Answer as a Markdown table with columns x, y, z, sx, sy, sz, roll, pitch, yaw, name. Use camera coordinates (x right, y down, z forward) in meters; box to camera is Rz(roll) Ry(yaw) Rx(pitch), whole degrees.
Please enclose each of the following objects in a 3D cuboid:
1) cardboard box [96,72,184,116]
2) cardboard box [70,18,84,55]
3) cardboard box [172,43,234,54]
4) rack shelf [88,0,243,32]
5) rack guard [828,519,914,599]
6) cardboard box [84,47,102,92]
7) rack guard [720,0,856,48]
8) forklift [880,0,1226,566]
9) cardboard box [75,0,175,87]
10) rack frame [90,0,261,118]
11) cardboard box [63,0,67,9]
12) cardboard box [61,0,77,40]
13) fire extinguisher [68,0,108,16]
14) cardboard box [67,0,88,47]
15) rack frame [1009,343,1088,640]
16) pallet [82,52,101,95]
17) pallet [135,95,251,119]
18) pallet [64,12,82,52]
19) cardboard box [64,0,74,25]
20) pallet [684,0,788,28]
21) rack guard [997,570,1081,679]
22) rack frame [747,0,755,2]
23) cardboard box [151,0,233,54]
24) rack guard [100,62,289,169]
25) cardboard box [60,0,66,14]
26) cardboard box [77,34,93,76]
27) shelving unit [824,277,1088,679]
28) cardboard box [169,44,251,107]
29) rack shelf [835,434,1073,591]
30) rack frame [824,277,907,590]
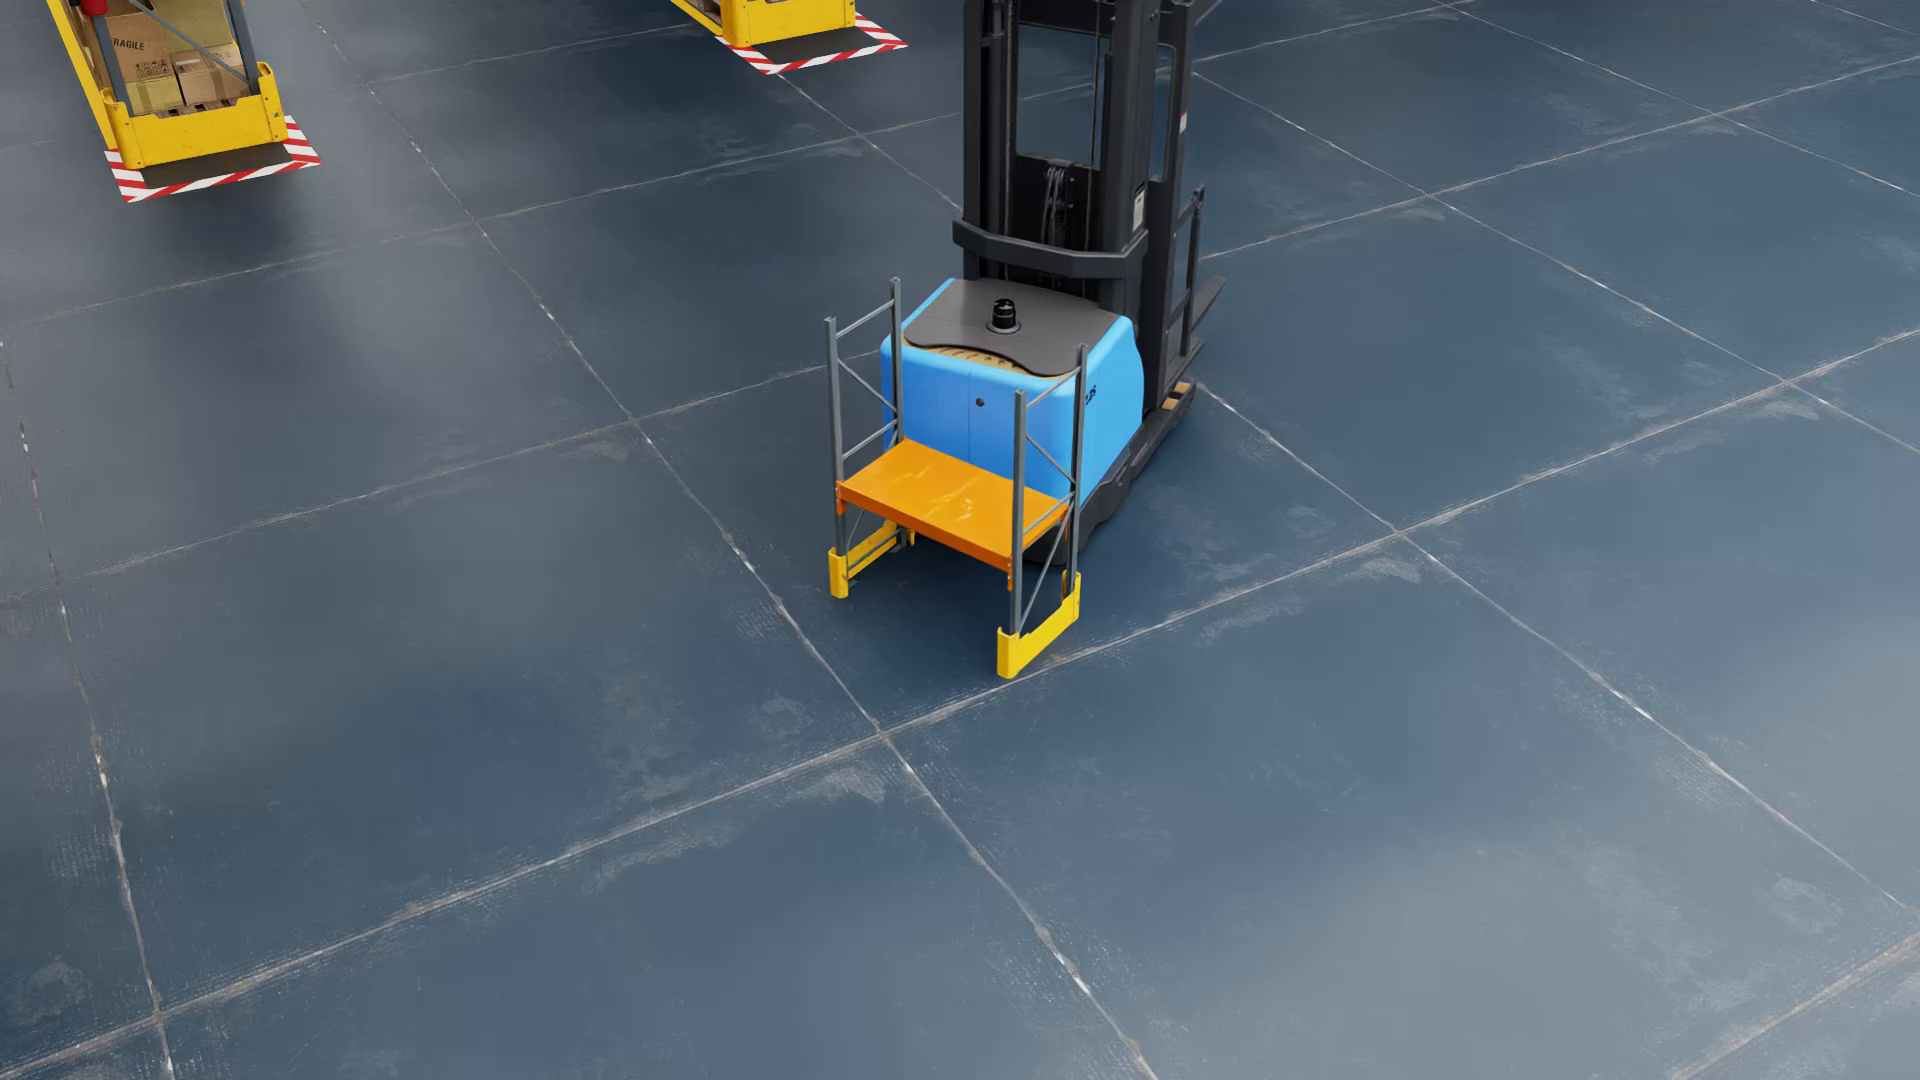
| x | y | z | sx | sy | sz | roll | pitch | yaw | name |
| --- | --- | --- | --- | --- | --- | --- | --- | --- | --- |
| -6.223 | -3.435 | 12.612 | 0.500 | 0.250 | 0.500 | -19 | 40 | -24 | cardboard box |
| -6.987 | -4.196 | 13.655 | 0.500 | 0.250 | 0.500 | -19 | 40 | -24 | cardboard box |
| -6.030 | -3.842 | 13.170 | 0.500 | 0.250 | 0.500 | -19 | 40 | -24 | cardboard box |
| -6.703 | -4.919 | 13.279 | 1.077 | 0.370 | 4.000 | -19 | 40 | -24 | rack shelf |
| -0.432 | 0.038 | 8.214 | 0.087 | 0.250 | 0.587 | 24 | 42 | 29 | rack guard |
| -6.485 | -3.686 | 12.956 | 0.500 | 0.250 | 0.500 | -19 | 40 | -24 | cardboard box |
| -1.492 | -4.671 | 14.449 | 1.175 | 0.500 | 0.348 | -19 | 40 | -24 | rack guard |
| 0.694 | -1.917 | 8.617 | 1.130 | 2.935 | 3.031 | 16 | 39 | 20 | forklift |
| -6.225 | -3.737 | 12.390 | 0.500 | 0.500 | 0.500 | -19 | 40 | -24 | cardboard box |
| -5.698 | -4.190 | 11.670 | 1.000 | 3.000 | 0.127 | -19 | 40 | -24 | rack frame |
| -7.243 | -4.752 | 13.780 | 0.500 | 0.500 | 0.500 | -19 | 40 | -24 | cardboard box |
| -7.243 | -4.449 | 14.001 | 0.500 | 0.250 | 0.500 | -19 | 40 | -24 | cardboard box |
| -6.041 | -3.960 | 11.422 | 0.296 | 0.674 | 0.183 | -19 | 40 | -24 | fire extinguisher |
| -6.740 | -4.243 | 13.082 | 0.500 | 0.500 | 0.500 | -19 | 40 | -24 | cardboard box |
| 0.384 | -0.110 | 7.356 | 0.032 | 1.500 | 0.500 | 24 | 42 | 29 | rack frame |
| -6.728 | -4.063 | 13.861 | 1.003 | 0.211 | 1.213 | -19 | 40 | -24 | pallet |
| -6.119 | -3.441 | 13.010 | 1.003 | 0.211 | 1.213 | -19 | 40 | -24 | pallet |
| -7.345 | -4.685 | 14.713 | 1.003 | 0.211 | 1.213 | -19 | 40 | -24 | pallet |
| -6.990 | -4.498 | 13.432 | 0.500 | 0.500 | 0.500 | -19 | 40 | -24 | cardboard box |
| -1.896 | -4.970 | 15.103 | 1.003 | 0.211 | 1.213 | -19 | 40 | -24 | pallet |
| 0.368 | 0.388 | 7.734 | 0.087 | 0.250 | 0.587 | 24 | 42 | 29 | rack guard |
| -1.414 | -5.655 | 13.677 | 1.000 | 3.000 | 0.127 | -19 | 40 | -24 | rack frame |
| -6.028 | -4.145 | 12.949 | 0.500 | 0.500 | 0.500 | -19 | 40 | -24 | cardboard box |
| -5.686 | -3.168 | 12.391 | 1.175 | 0.500 | 0.348 | -19 | 40 | -24 | rack guard |
| -7.490 | -4.706 | 14.352 | 0.500 | 0.250 | 0.500 | -19 | 40 | -24 | cardboard box |
| -6.737 | -3.941 | 13.305 | 0.500 | 0.250 | 0.500 | -19 | 40 | -24 | cardboard box |
| -0.032 | -0.292 | 7.606 | 1.083 | 1.500 | 0.587 | 24 | 42 | 29 | shelving unit |
| -5.775 | -3.588 | 12.822 | 0.500 | 0.250 | 0.500 | -19 | 40 | -24 | cardboard box |
| -0.024 | -0.144 | 7.707 | 1.000 | 0.185 | 0.538 | 24 | 42 | 29 | rack shelf |
| -0.433 | -0.468 | 7.846 | 0.032 | 1.500 | 0.500 | 24 | 42 | 29 | rack frame |
